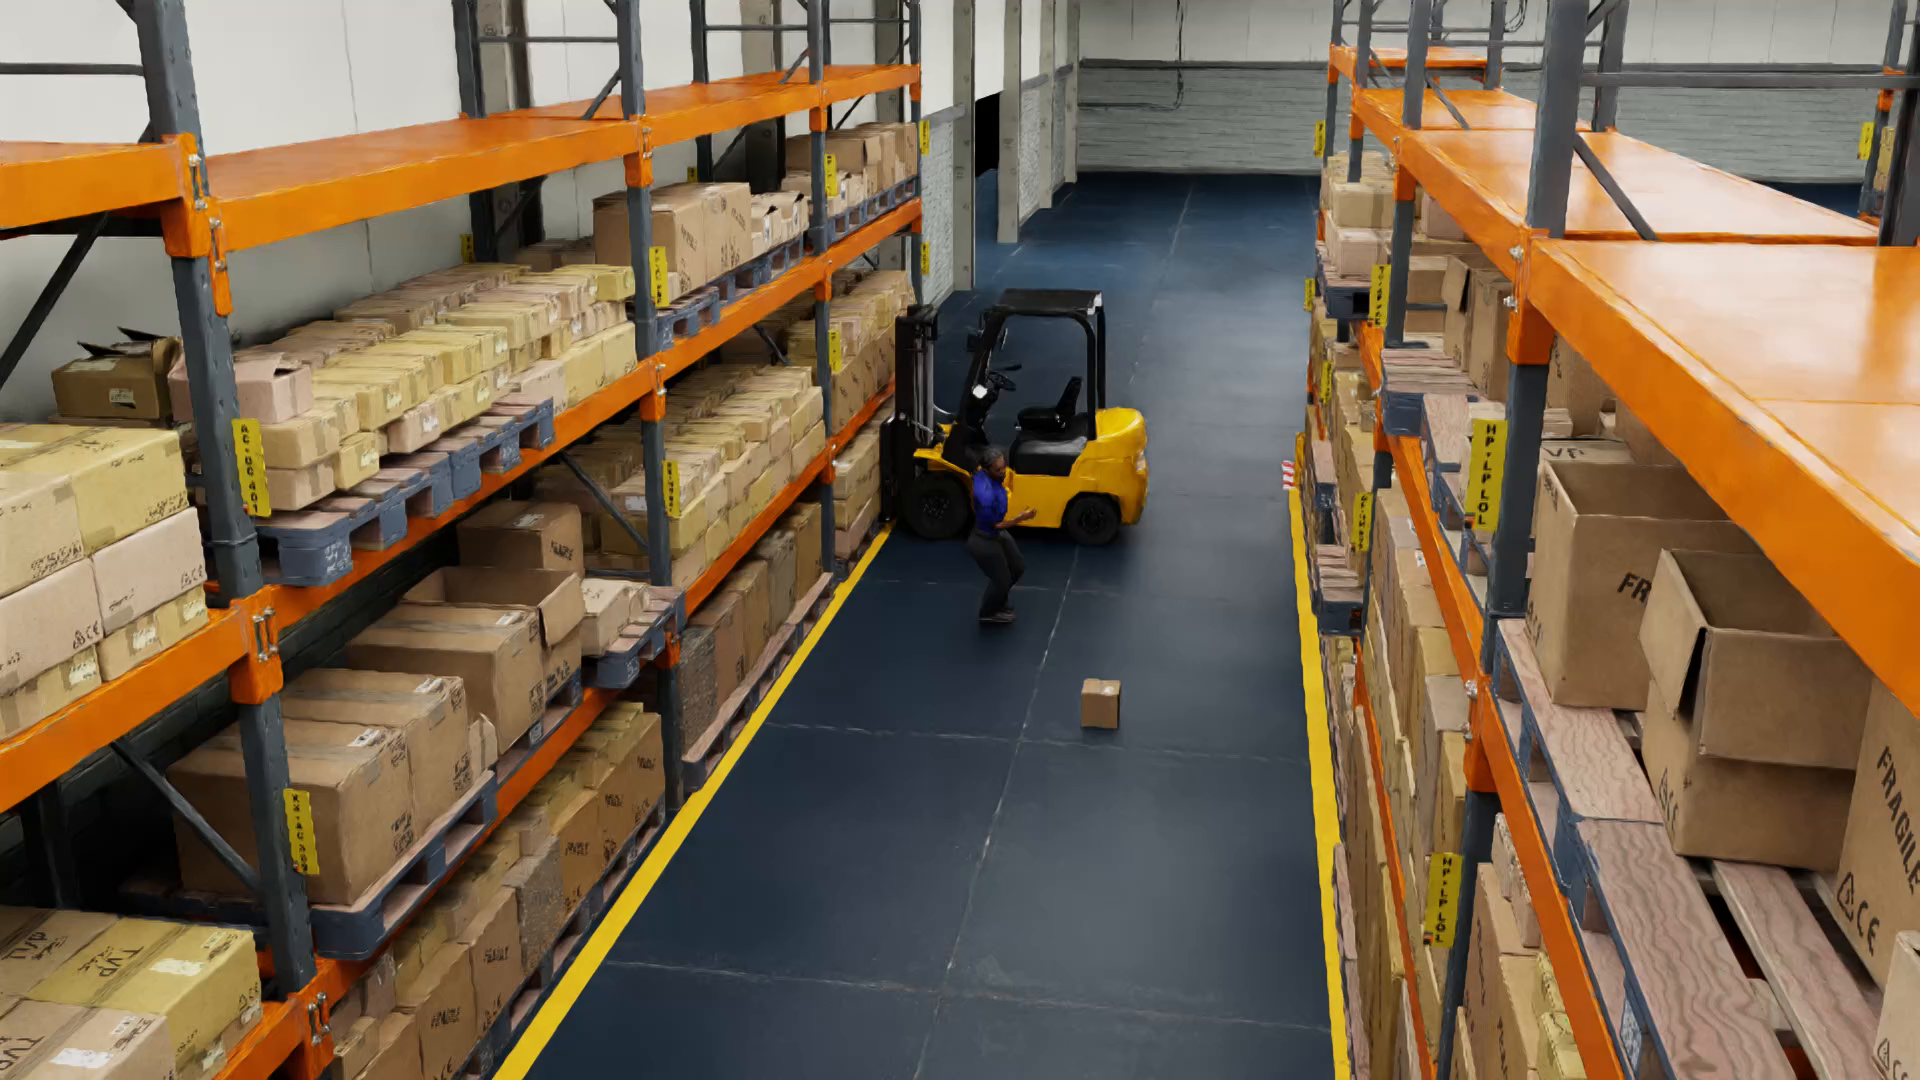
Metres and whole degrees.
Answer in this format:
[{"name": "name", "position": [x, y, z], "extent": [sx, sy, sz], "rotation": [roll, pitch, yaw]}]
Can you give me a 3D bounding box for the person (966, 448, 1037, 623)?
[{"name": "person", "position": [0.334, -0.037, 12.850], "extent": [0.527, 1.538, 0.857], "rotation": [2, 18, 7]}]
